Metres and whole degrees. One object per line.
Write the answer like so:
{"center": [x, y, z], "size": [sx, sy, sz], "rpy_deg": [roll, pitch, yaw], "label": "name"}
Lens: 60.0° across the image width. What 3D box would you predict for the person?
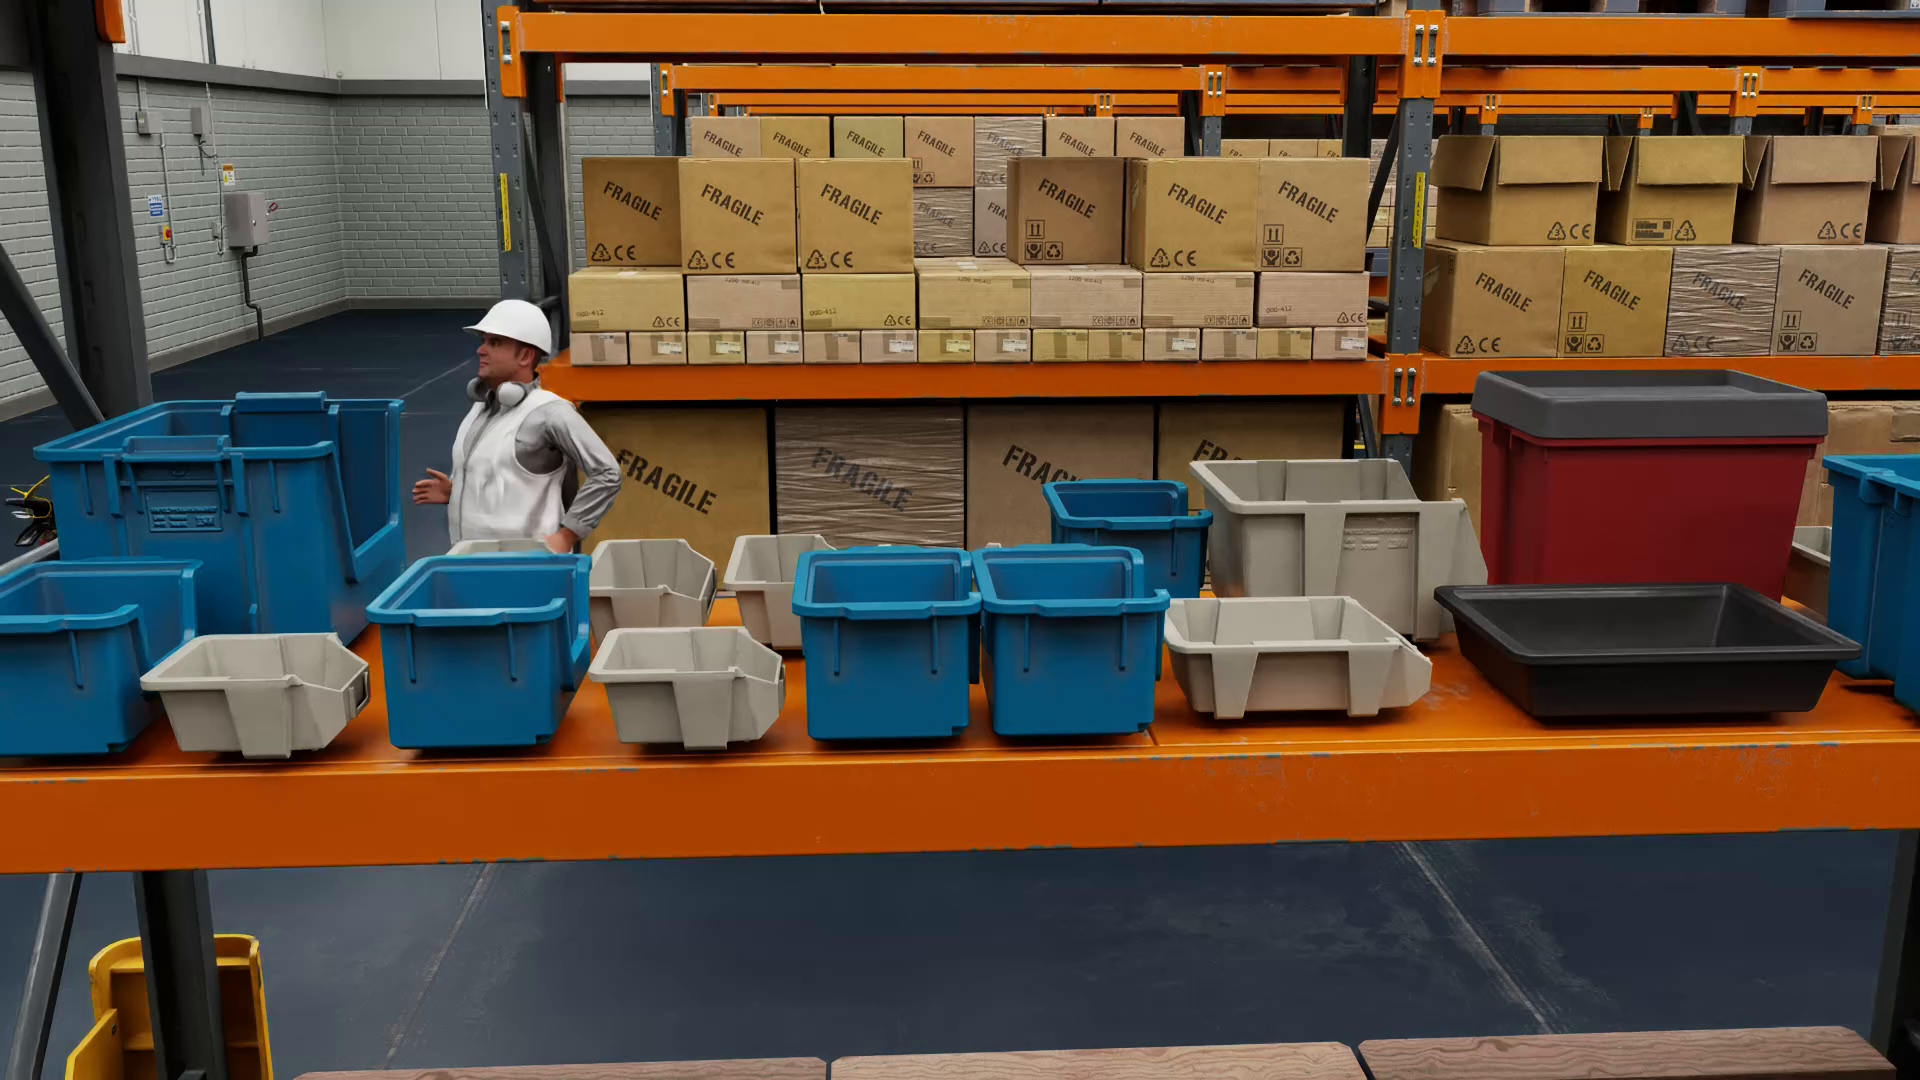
{"center": [-1.515, 0.090, 5.527], "size": [0.845, 1.751, 0.666], "rpy_deg": [-12, 18, -41], "label": "person"}
